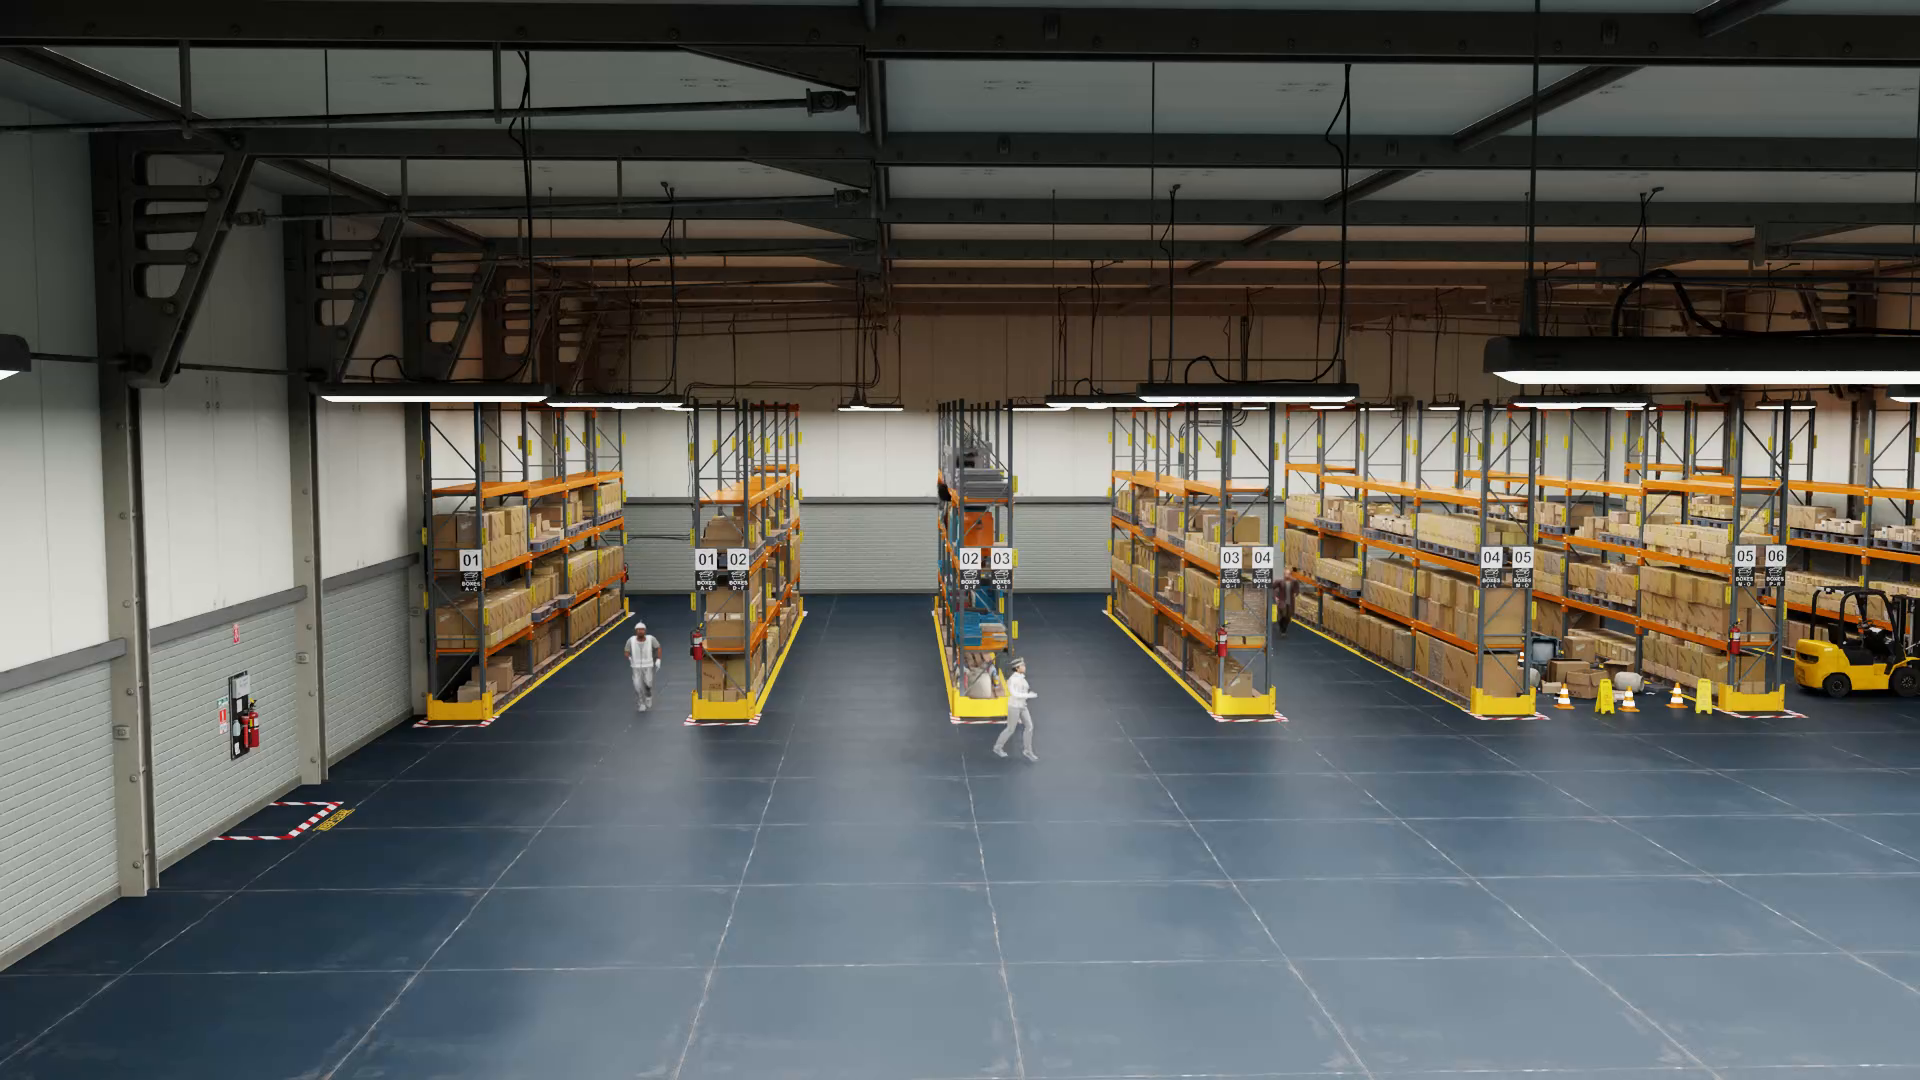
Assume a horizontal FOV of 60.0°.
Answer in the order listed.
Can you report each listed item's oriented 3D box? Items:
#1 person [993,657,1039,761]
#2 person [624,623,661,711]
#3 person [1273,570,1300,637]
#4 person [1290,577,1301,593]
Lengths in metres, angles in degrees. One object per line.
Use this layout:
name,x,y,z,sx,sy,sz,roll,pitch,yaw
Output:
person,0.915,2.794,27.452,0.775,1.742,0.596,2,5,22
person,-6.087,2.440,31.881,0.689,1.728,0.676,0,4,-6
person,8.338,1.626,42.455,0.707,1.736,0.693,0,4,-6
person,9.760,1.133,49.094,0.902,1.705,0.706,3,5,33
